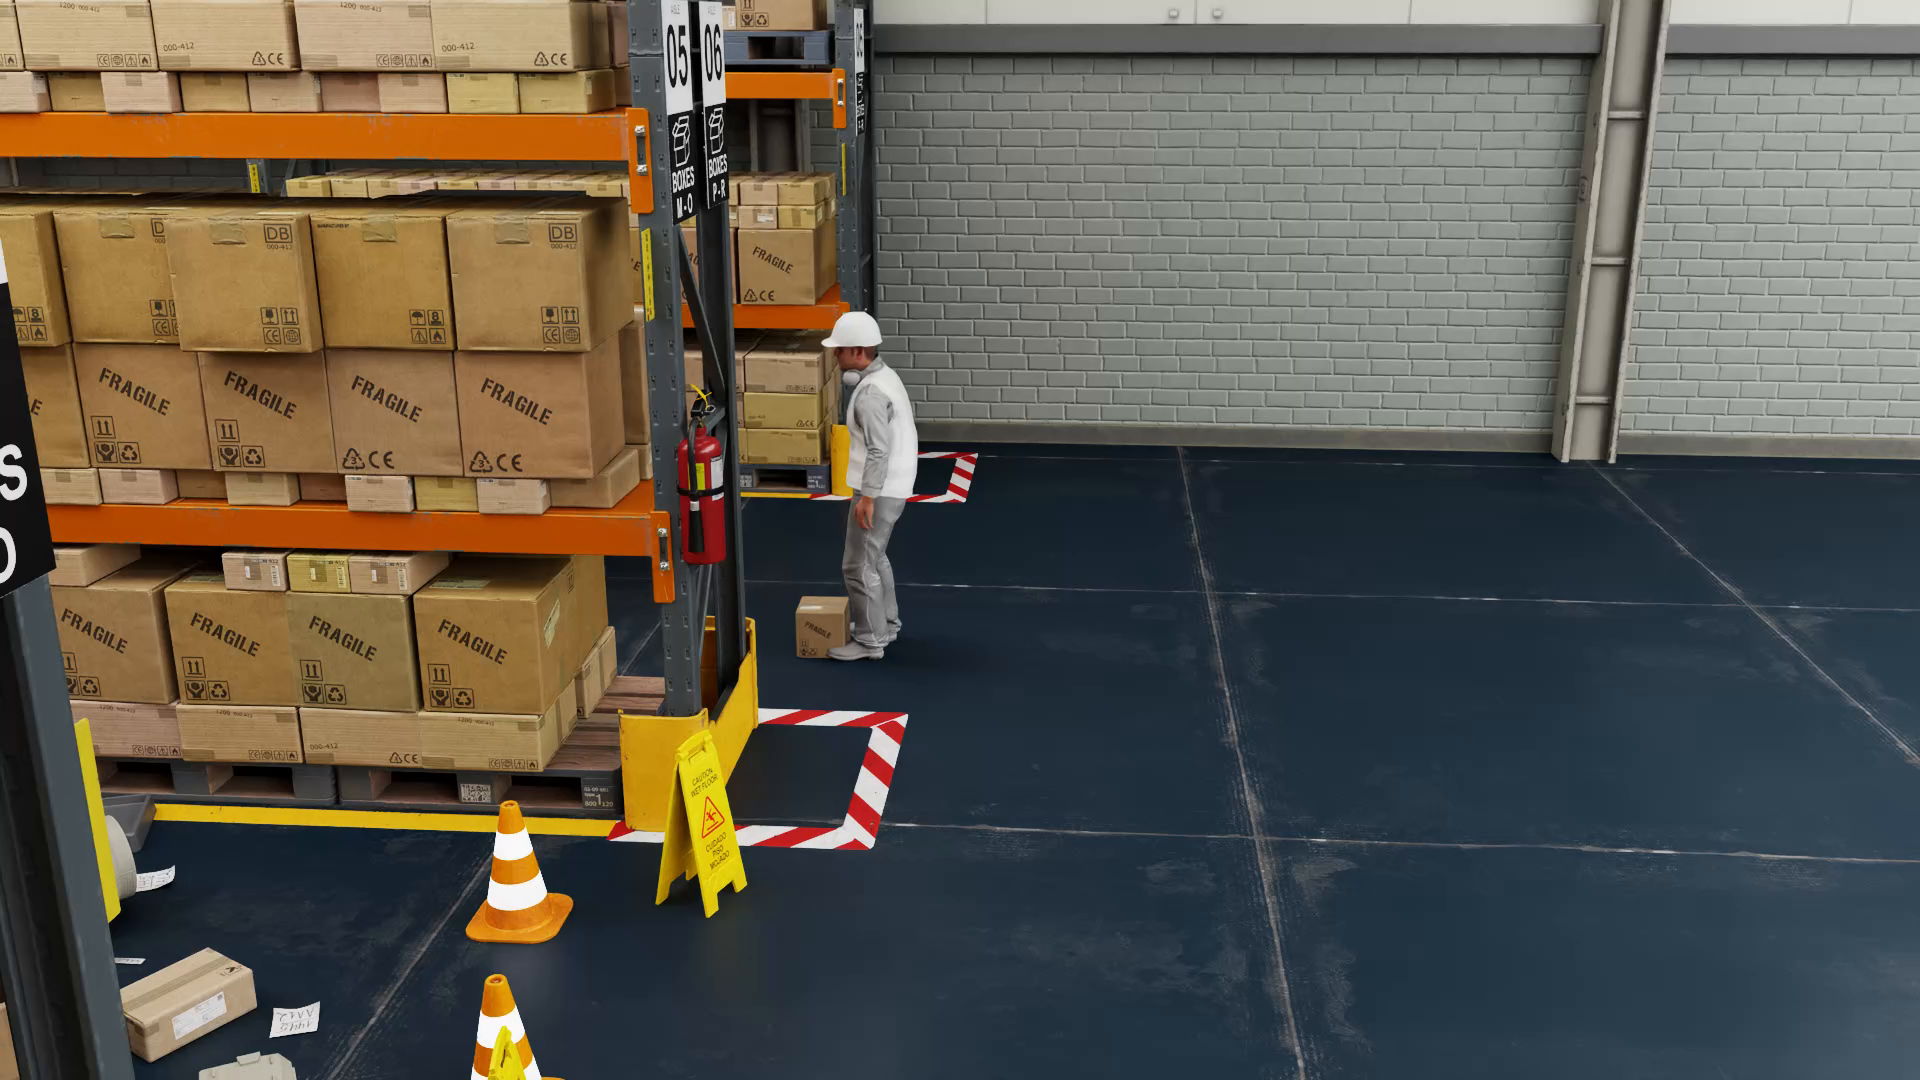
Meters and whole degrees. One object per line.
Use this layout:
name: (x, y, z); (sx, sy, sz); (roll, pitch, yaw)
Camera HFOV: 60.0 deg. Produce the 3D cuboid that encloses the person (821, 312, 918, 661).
person: (-0.449, -0.270, 8.369); (0.475, 1.769, 0.579); (0, 17, 2)
